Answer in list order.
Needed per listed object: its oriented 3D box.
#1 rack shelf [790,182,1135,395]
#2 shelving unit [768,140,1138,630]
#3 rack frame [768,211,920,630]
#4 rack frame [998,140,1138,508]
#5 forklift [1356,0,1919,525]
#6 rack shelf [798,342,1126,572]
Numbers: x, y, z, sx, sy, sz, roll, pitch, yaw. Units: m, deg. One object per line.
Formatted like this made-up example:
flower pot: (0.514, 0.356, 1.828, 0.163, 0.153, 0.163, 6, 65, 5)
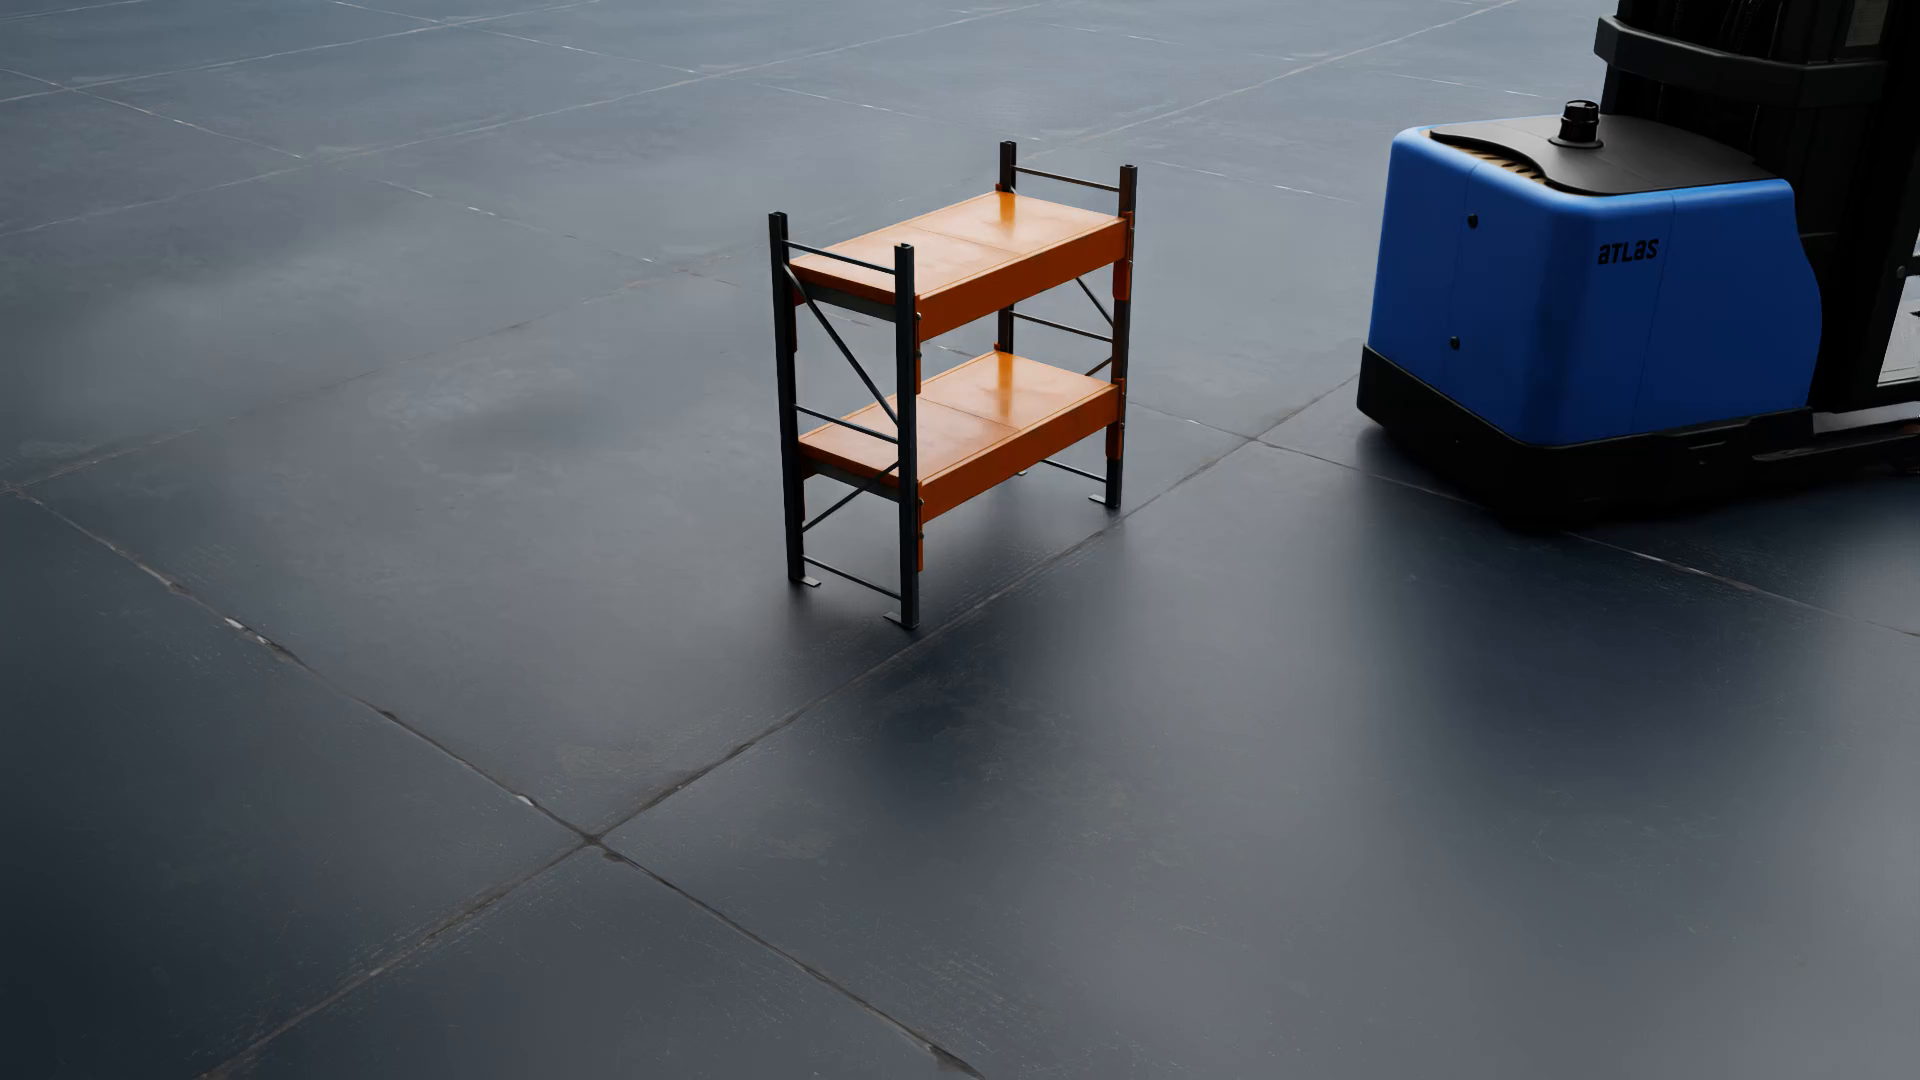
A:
rack shelf: (0.004, -0.762, 4.862, 0.538, 0.278, 1.000, 21, 34, 34)
shelving unit: (0.004, -0.502, 4.996, 0.538, 1.125, 1.048, 21, 34, 34)
rack frame: (-0.319, -0.322, 4.648, 0.500, 1.125, 0.032, 21, 34, 34)
rack frame: (0.328, -0.682, 5.345, 0.500, 1.125, 0.032, 21, 34, 34)
forklift: (3.011, -1.749, 5.440, 3.031, 2.935, 1.130, -9, 29, -17)
rack shelf: (0.004, -0.285, 5.109, 0.538, 0.278, 1.000, 21, 34, 34)
